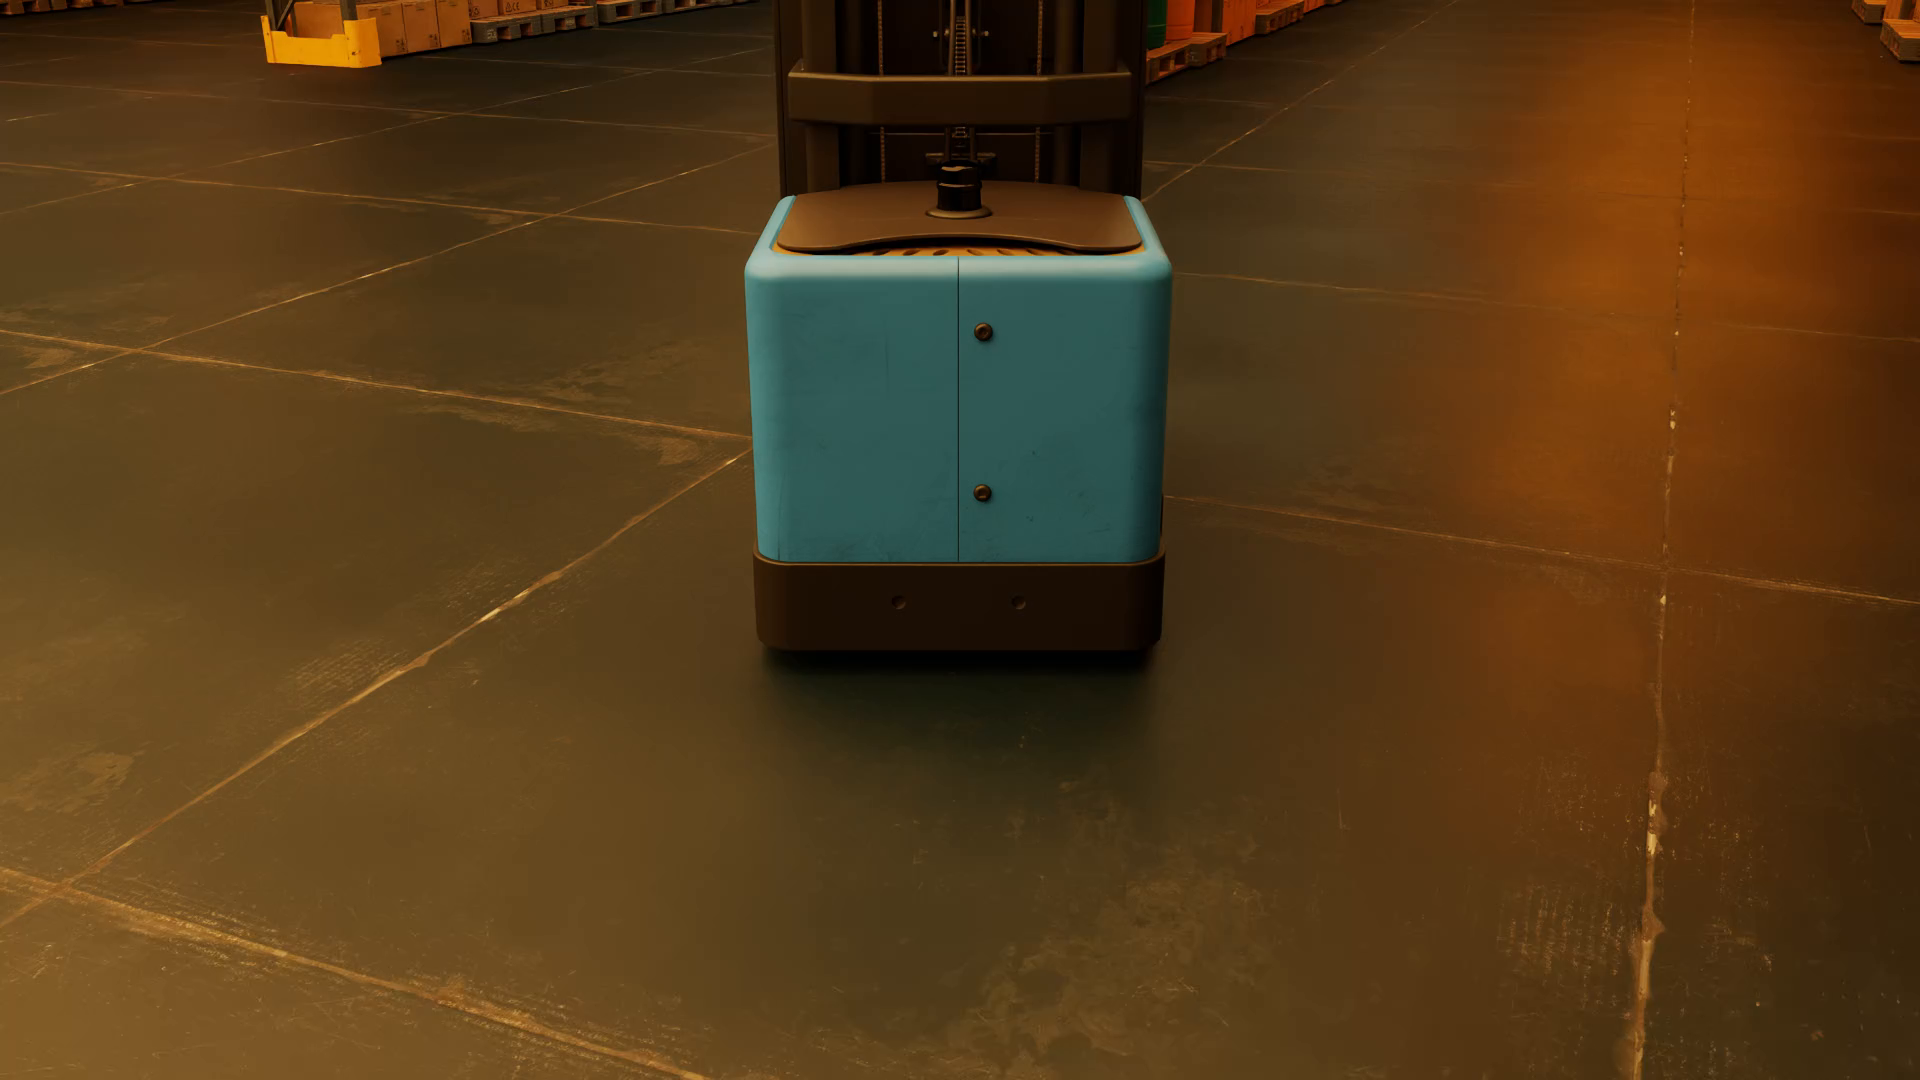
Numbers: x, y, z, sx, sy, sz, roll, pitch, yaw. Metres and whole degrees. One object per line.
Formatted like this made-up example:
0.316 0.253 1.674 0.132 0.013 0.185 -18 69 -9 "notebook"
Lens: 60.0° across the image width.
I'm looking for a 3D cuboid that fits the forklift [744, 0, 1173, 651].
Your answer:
0.002 -1.587 5.089 1.130 2.935 3.031 0 23 0 "forklift"
